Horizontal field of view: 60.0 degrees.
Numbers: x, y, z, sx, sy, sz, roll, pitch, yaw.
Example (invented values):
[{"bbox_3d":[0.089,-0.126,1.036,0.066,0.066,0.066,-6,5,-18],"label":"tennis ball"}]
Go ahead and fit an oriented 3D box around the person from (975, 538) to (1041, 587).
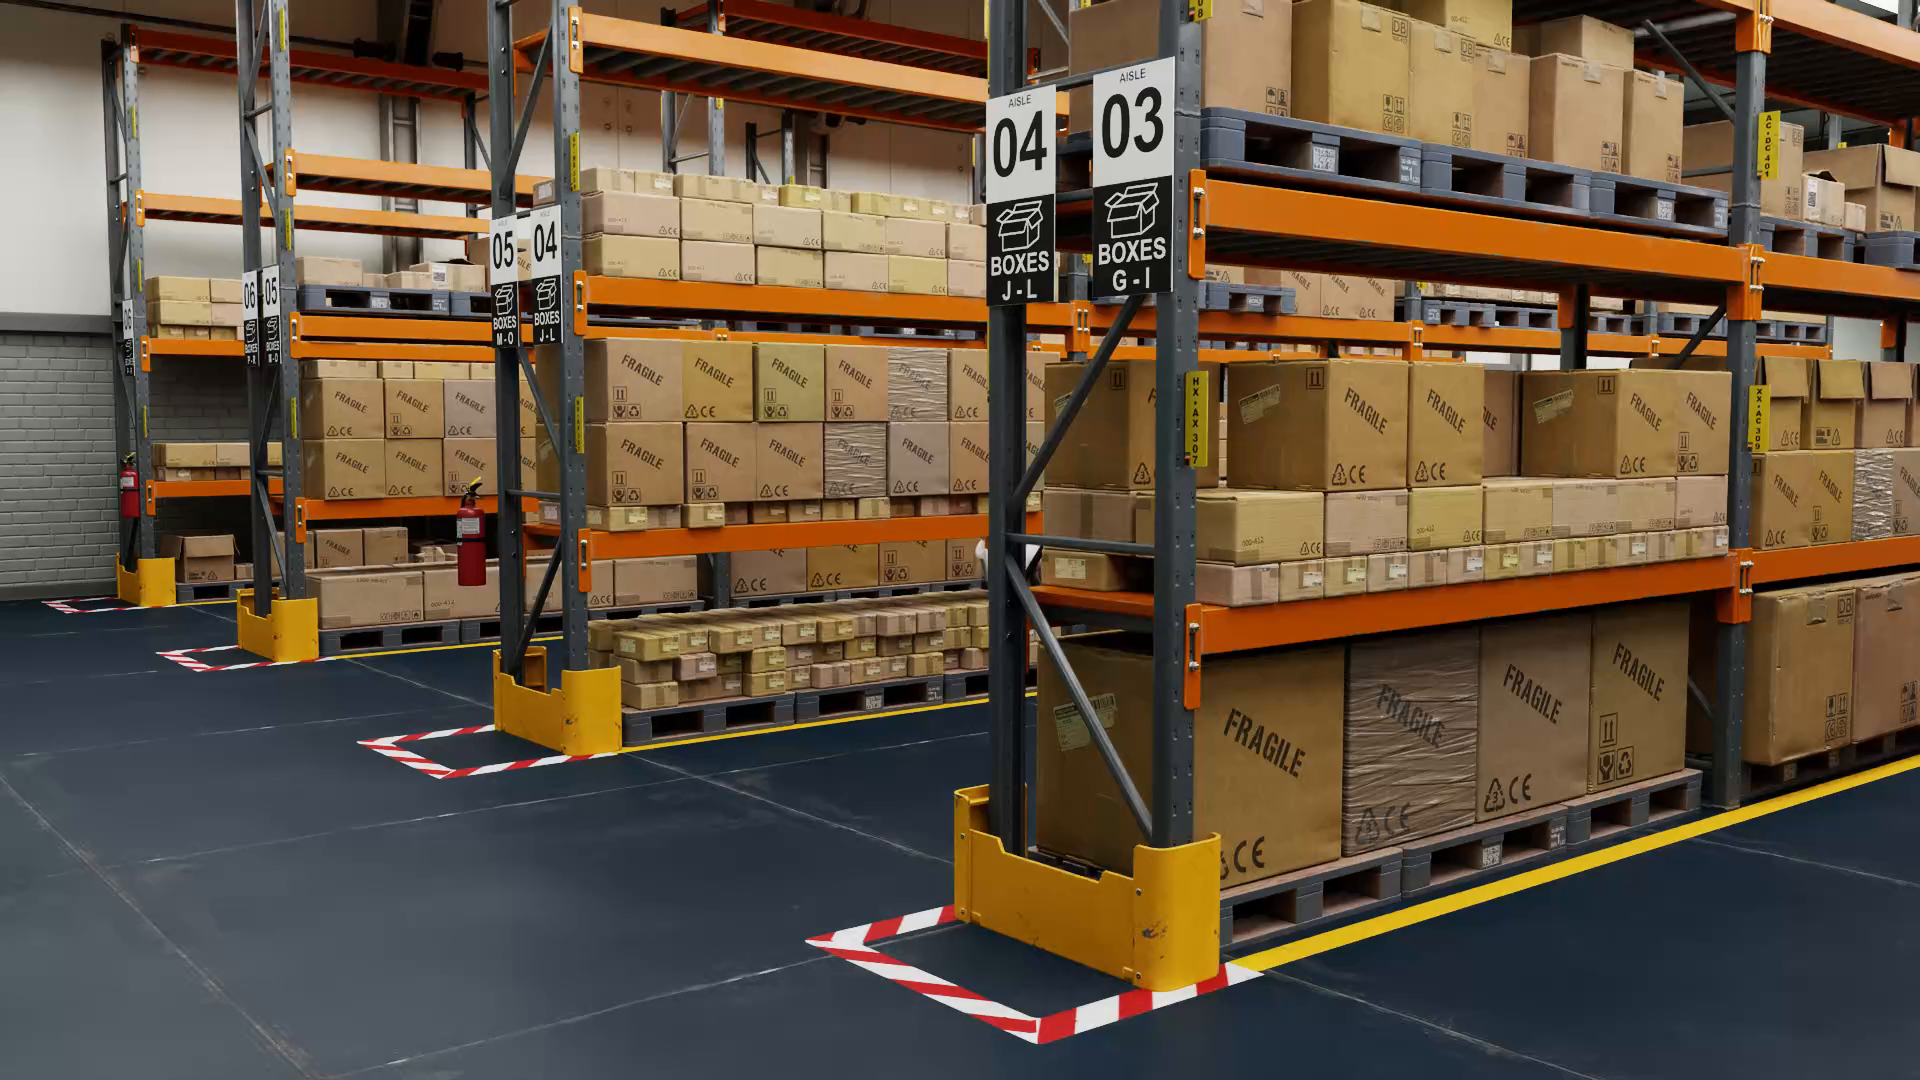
[{"bbox_3d":[0.568,0.404,14.980,0.524,0.945,0.982,-4,6,-41],"label":"person"}]
